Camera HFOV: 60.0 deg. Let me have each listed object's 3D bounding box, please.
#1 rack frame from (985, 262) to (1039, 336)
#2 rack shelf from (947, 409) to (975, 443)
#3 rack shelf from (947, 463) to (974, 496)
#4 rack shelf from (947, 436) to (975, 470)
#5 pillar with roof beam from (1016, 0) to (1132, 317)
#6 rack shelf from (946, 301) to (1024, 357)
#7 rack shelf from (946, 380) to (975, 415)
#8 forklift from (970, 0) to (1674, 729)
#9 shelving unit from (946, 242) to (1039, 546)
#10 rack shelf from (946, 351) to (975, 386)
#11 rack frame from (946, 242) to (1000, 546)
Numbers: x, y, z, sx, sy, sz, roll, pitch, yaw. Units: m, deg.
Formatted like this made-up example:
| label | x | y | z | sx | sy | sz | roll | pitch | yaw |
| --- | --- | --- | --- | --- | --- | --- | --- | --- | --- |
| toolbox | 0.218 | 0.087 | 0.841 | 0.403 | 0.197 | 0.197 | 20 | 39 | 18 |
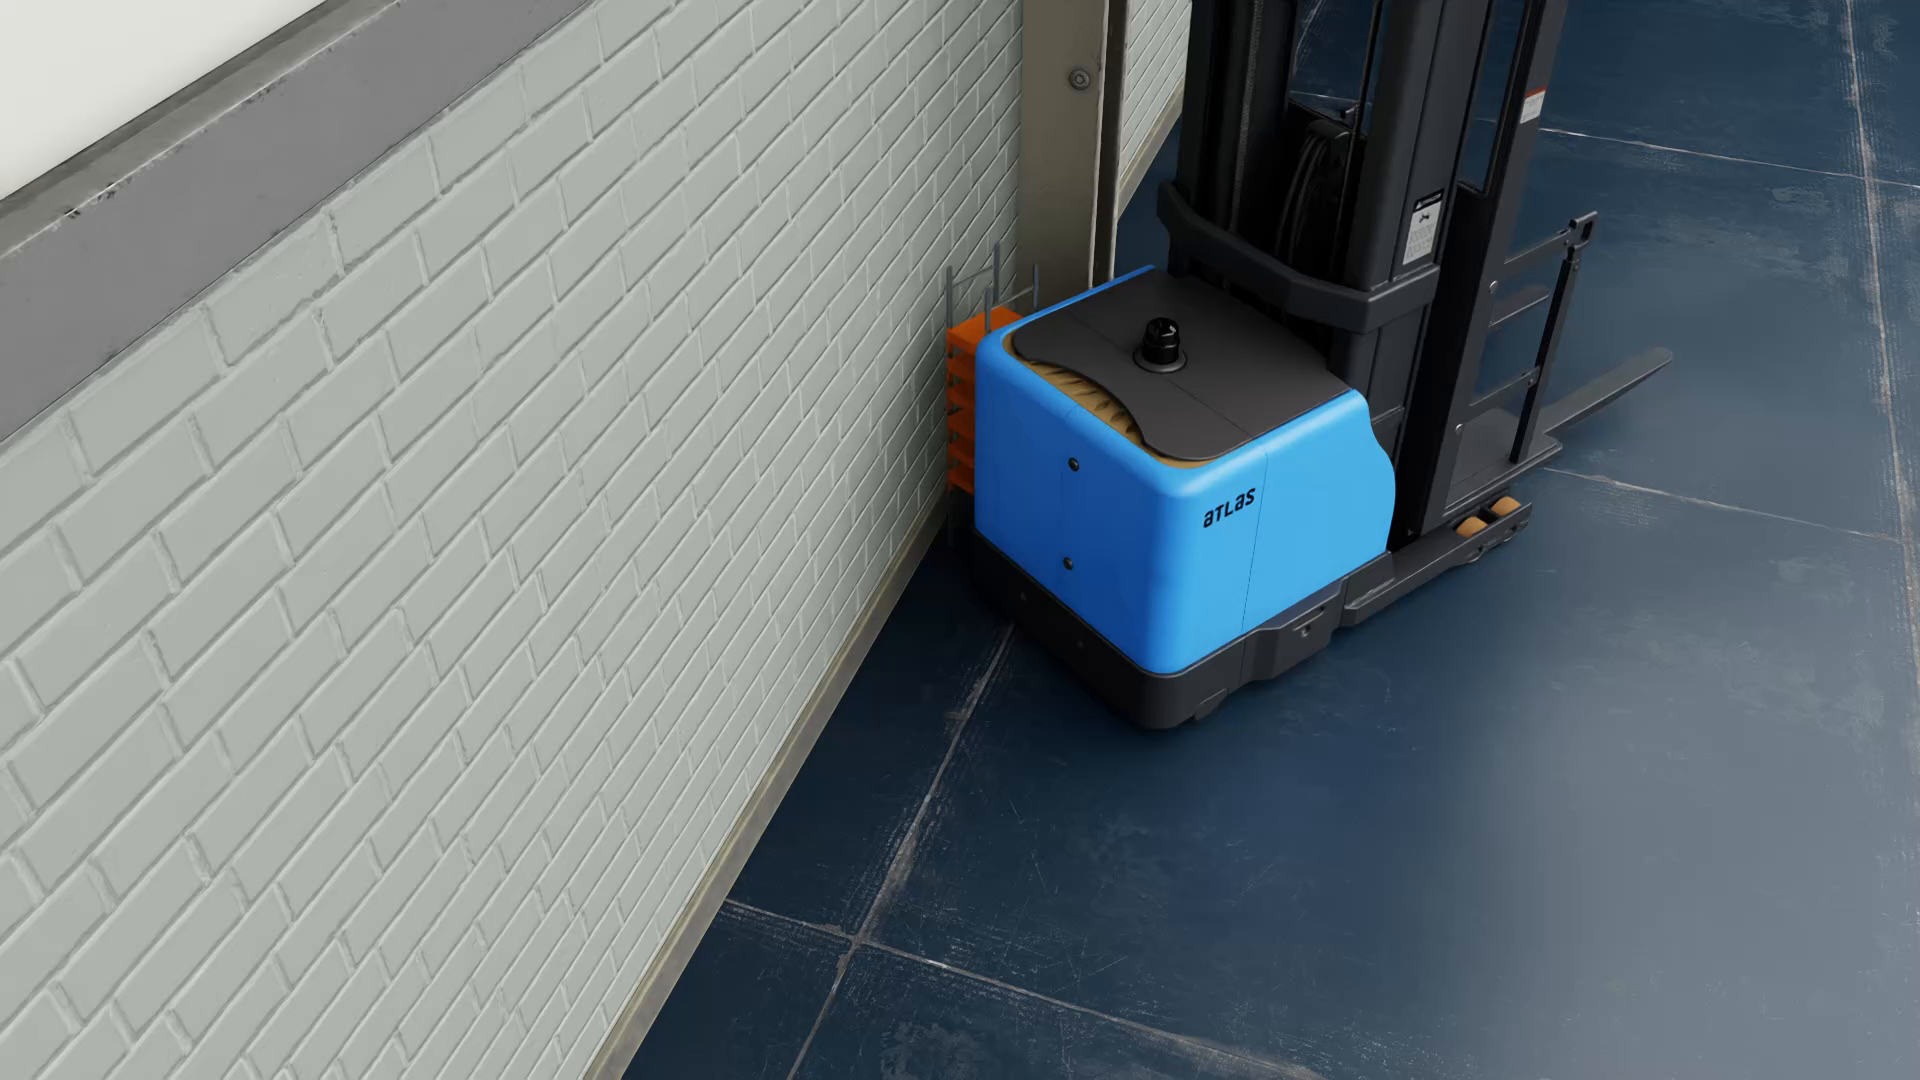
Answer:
| label | x | y | z | sx | sy | sz | roll | pitch | yaw |
| --- | --- | --- | --- | --- | --- | --- | --- | --- | --- |
| rack frame | 0.170 | -0.402 | 5.797 | 0.240 | 1.200 | 0.006 | -32 | 50 | -32 |
| rack shelf | 0.108 | -0.412 | 5.876 | 0.258 | 0.103 | 0.180 | -32 | 50 | -32 |
| rack shelf | 0.108 | -0.229 | 6.032 | 0.258 | 0.103 | 0.180 | -32 | 50 | -32 |
| rack shelf | 0.108 | -0.320 | 5.954 | 0.258 | 0.103 | 0.180 | -32 | 50 | -32 |
| pillar with roof beam | 4.476 | -3.195 | 3.062 | 9.100 | 9.000 | 0.400 | 13 | 42 | 15 |
| rack shelf | 0.107 | -0.685 | 5.643 | 0.258 | 0.103 | 0.180 | -32 | 50 | -32 |
| rack shelf | 0.108 | -0.503 | 5.799 | 0.258 | 0.103 | 0.180 | -32 | 50 | -32 |
| forklift | 1.514 | -1.281 | 5.494 | 3.031 | 2.935 | 1.130 | -26 | 47 | -27 |
| shelving unit | 0.108 | -0.445 | 5.848 | 0.258 | 1.200 | 0.189 | -32 | 50 | -32 |
| rack shelf | 0.108 | -0.594 | 5.721 | 0.258 | 0.103 | 0.180 | -32 | 50 | -32 |
| rack frame | 0.045 | -0.489 | 5.898 | 0.240 | 1.200 | 0.006 | -32 | 50 | -32 |
